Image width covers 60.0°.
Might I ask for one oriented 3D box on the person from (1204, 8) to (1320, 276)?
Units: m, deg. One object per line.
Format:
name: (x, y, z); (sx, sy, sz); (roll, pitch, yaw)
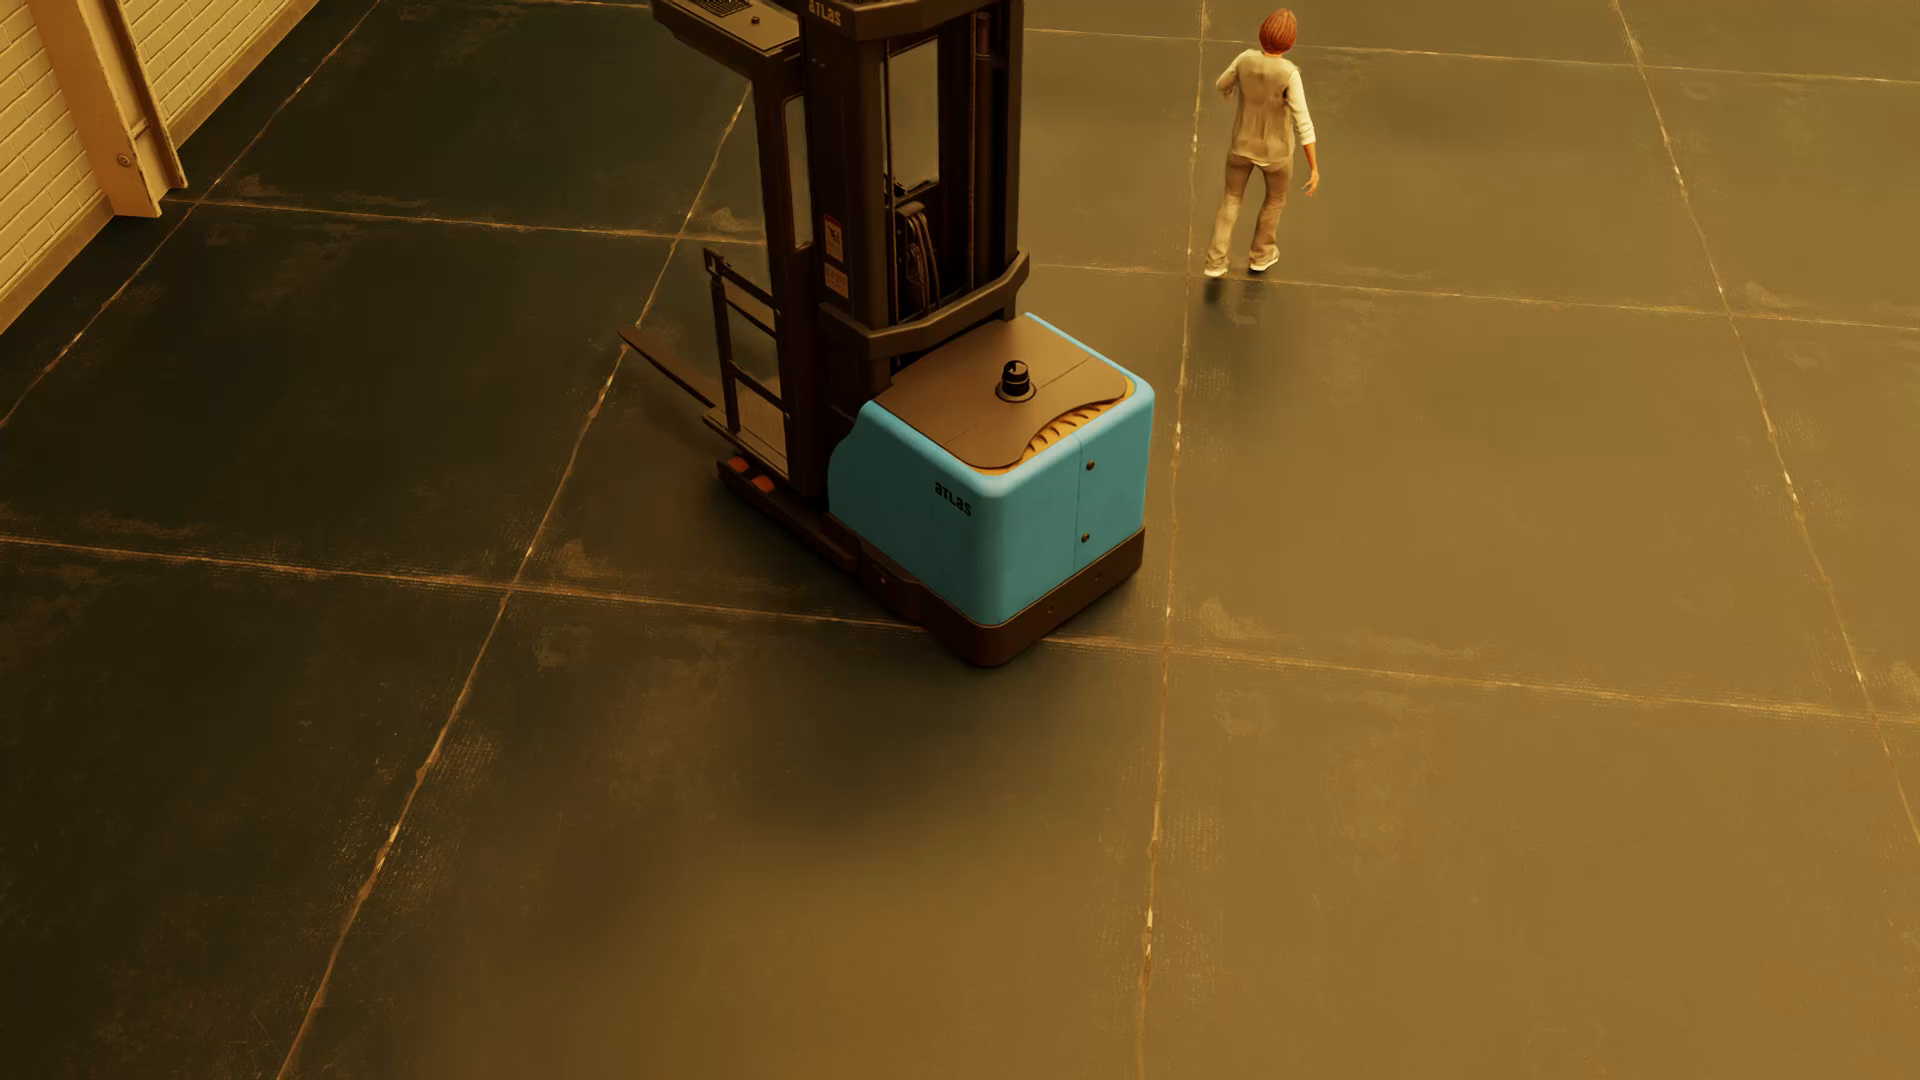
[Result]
person: (1.651, -2.073, 9.079); (0.757, 1.460, 0.658); (22, 47, 23)

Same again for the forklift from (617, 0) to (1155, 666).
forklift: (-0.533, -1.438, 7.290); (1.130, 2.935, 3.031); (-32, 52, -30)
